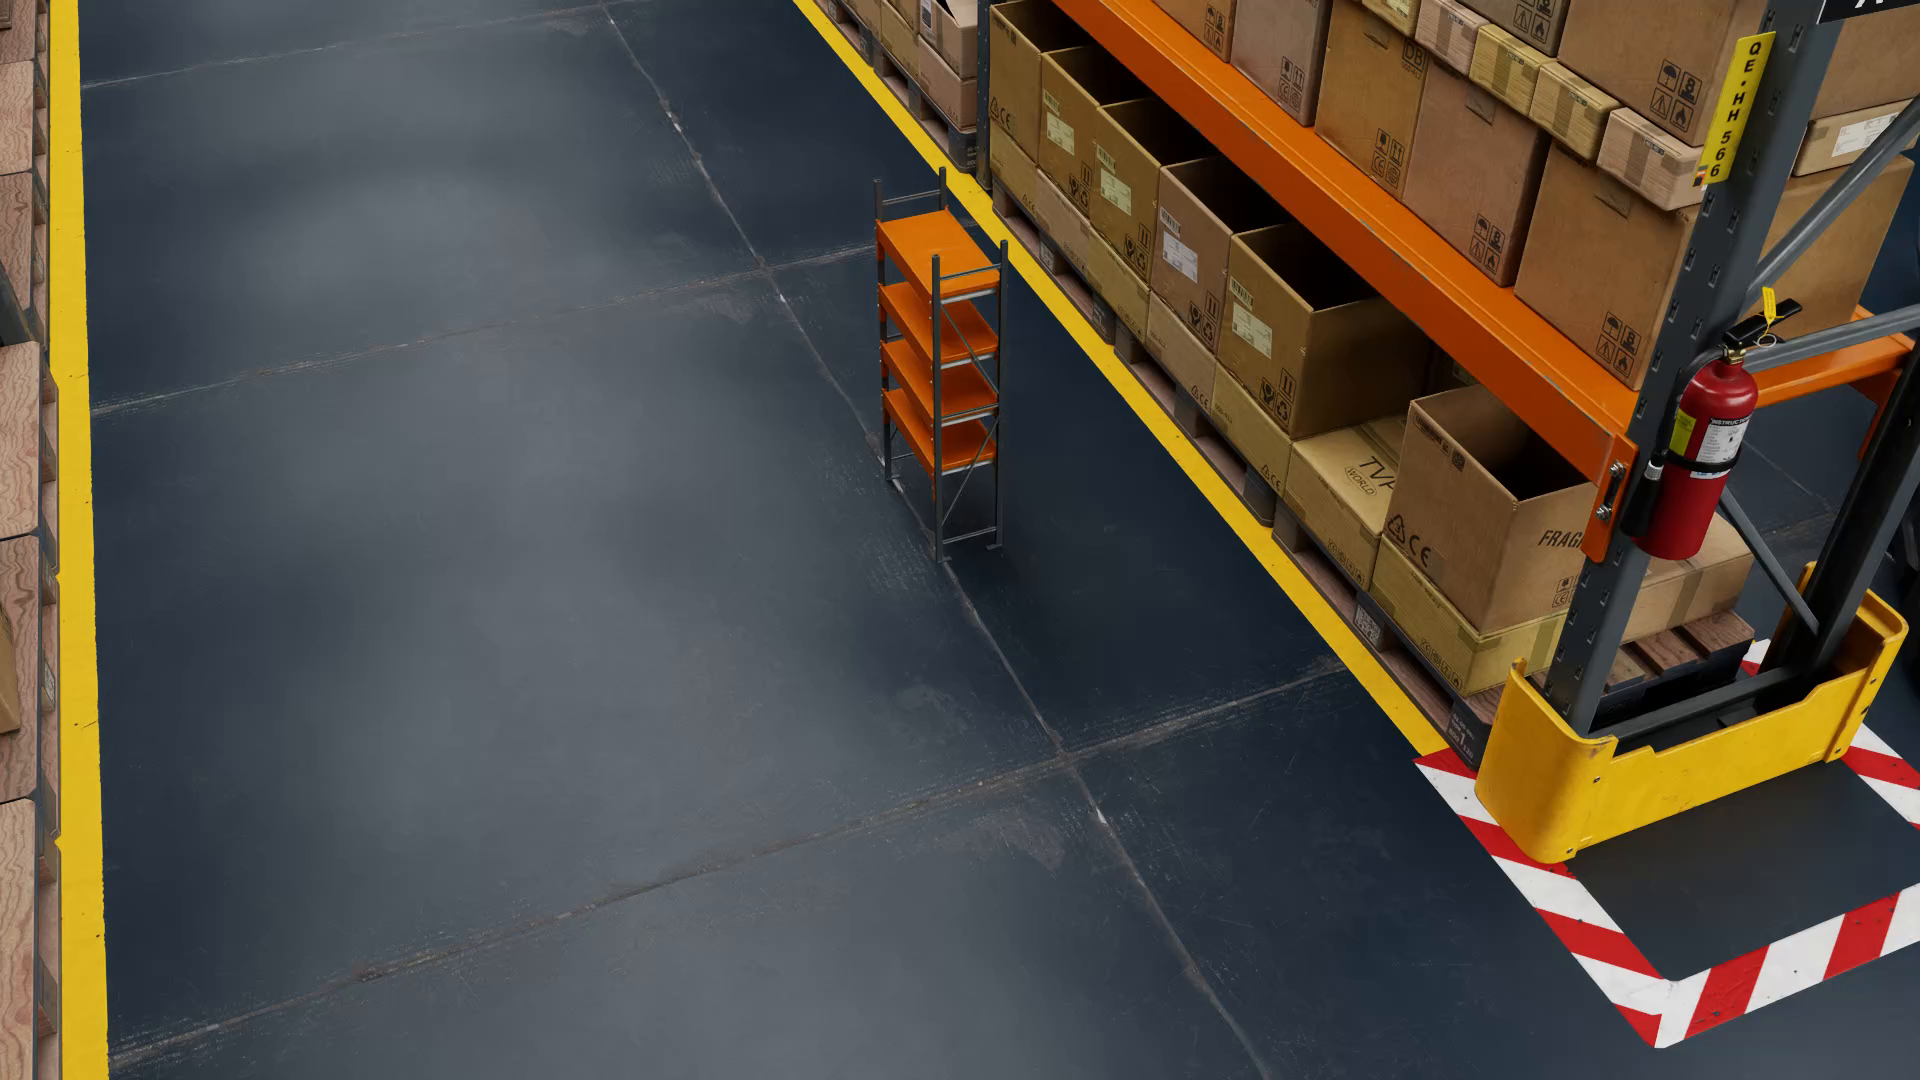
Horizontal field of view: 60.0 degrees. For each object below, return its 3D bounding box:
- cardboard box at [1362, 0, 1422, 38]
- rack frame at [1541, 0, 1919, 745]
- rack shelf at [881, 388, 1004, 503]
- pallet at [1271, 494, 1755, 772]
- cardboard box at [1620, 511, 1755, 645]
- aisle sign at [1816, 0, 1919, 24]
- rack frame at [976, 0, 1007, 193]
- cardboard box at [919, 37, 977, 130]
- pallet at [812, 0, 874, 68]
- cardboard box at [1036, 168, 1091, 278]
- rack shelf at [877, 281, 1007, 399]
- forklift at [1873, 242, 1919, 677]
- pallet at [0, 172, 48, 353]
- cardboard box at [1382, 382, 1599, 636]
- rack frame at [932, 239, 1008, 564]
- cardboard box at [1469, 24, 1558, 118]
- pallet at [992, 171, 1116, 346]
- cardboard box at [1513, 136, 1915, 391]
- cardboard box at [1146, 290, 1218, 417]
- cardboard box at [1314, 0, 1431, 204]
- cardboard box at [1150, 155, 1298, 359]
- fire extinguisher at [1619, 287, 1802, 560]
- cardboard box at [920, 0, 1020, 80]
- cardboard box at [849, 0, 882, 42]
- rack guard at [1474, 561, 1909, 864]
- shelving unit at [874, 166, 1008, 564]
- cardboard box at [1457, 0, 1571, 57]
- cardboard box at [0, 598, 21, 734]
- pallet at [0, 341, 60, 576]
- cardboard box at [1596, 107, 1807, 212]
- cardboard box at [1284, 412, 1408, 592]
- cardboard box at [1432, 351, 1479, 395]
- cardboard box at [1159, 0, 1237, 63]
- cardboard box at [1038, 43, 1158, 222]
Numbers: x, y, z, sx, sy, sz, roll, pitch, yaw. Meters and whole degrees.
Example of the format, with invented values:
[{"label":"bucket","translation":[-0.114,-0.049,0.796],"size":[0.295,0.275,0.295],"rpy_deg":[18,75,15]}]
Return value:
[{"label":"cardboard box","translation":[1.372,-1.562,4.692],"size":[0.380,0.149,0.250],"rpy_deg":[-14,43,-16]},{"label":"rack frame","translation":[2.088,-0.474,4.001],"size":[1.000,3.000,0.127],"rpy_deg":[-15,43,-17]},{"label":"rack shelf","translation":[-0.063,-0.353,5.648],"size":[0.258,0.148,0.480],"rpy_deg":[-15,43,-17]},{"label":"pallet","translation":[1.757,0.133,5.434],"size":[1.003,0.211,1.213],"rpy_deg":[-15,43,-17]},{"label":"cardboard box","translation":[2.089,0.030,5.201],"size":[0.500,0.250,0.500],"rpy_deg":[-15,43,-17]},{"label":"aisle sign","translation":[1.842,-1.347,3.022],"size":[0.394,0.787,0.004],"rpy_deg":[-15,43,-17]},{"label":"rack frame","translation":[0.558,-2.884,6.803],"size":[1.000,3.000,0.127],"rpy_deg":[-15,43,-17]},{"label":"cardboard box","translation":[0.131,-2.178,7.769],"size":[0.500,0.250,0.500],"rpy_deg":[-16,43,-17]},{"label":"pallet","translation":[-0.231,-2.997,9.073],"size":[1.003,0.211,1.213],"rpy_deg":[-15,43,-17]},{"label":"cardboard box","translation":[0.642,-1.343,6.798],"size":[0.500,0.250,0.500],"rpy_deg":[-15,43,-17]},{"label":"rack shelf","translation":[-0.063,-0.673,5.373],"size":[0.258,0.148,0.480],"rpy_deg":[-15,43,-17]},{"label":"forklift","translation":[3.809,-1.176,4.870],"size":[1.130,2.935,3.031],"rpy_deg":[12,42,14]},{"label":"pallet","translation":[-4.317,-1.057,6.817],"size":[1.003,0.211,1.213],"rpy_deg":[-15,43,-17]},{"label":"cardboard box","translation":[1.608,-0.124,4.805],"size":[0.500,0.500,0.500],"rpy_deg":[-15,43,-17]},{"label":"rack frame","translation":[0.030,-0.408,5.304],"size":[0.240,1.200,0.015],"rpy_deg":[-15,43,-17]},{"label":"cardboard box","translation":[1.567,-1.252,4.331],"size":[0.380,0.149,0.250],"rpy_deg":[-16,43,-17]},{"label":"pallet","translation":[0.824,-1.337,7.143],"size":[1.003,0.211,1.213],"rpy_deg":[-15,43,-17]},{"label":"cardboard box","translation":[1.922,-0.797,4.299],"size":[0.700,0.500,0.500],"rpy_deg":[-15,43,-17]},{"label":"cardboard box","translation":[1.025,-0.741,6.098],"size":[0.500,0.250,0.500],"rpy_deg":[-15,43,-17]},{"label":"cardboard box","translation":[1.532,-1.412,5.015],"size":[0.700,0.500,0.500],"rpy_deg":[-15,43,-17]},{"label":"cardboard box","translation":[1.022,-1.024,5.852],"size":[0.500,0.500,0.500],"rpy_deg":[-15,43,-17]},{"label":"fire extinguisher","translation":[1.704,-0.258,3.809],"size":[0.296,0.674,0.183],"rpy_deg":[-15,43,-17]},{"label":"cardboard box","translation":[0.138,-2.386,7.580],"size":[0.500,0.311,0.500],"rpy_deg":[-15,43,-17]},{"label":"cardboard box","translation":[-0.257,-2.791,8.482],"size":[0.500,0.250,0.500],"rpy_deg":[-14,43,-16]},{"label":"rack guard","translation":[2.098,0.488,4.799],"size":[1.175,0.500,0.348],"rpy_deg":[-15,43,-17]},{"label":"shelving unit","translation":[-0.063,-0.555,5.475],"size":[0.258,1.200,0.503],"rpy_deg":[-15,43,-17]},{"label":"cardboard box","translation":[1.695,-1.636,4.280],"size":[0.700,0.500,0.500],"rpy_deg":[-16,43,-18]},{"label":"cardboard box","translation":[-3.121,0.308,4.671],"size":[0.700,0.500,0.500],"rpy_deg":[-18,44,-20]},{"label":"pallet","translation":[-3.728,-0.193,5.812],"size":[1.003,0.211,1.213],"rpy_deg":[-15,43,-17]},{"label":"cardboard box","translation":[1.766,-0.941,3.969],"size":[0.380,0.149,0.250],"rpy_deg":[-16,43,-18]},{"label":"cardboard box","translation":[1.408,-0.139,5.397],"size":[0.500,0.250,0.500],"rpy_deg":[-15,43,-17]},{"label":"cardboard box","translation":[1.896,-0.555,5.306],"size":[0.500,0.500,0.500],"rpy_deg":[-15,43,-17]},{"label":"cardboard box","translation":[1.130,-2.037,5.741],"size":[0.700,0.500,0.500],"rpy_deg":[-14,43,-16]},{"label":"cardboard box","translation":[0.645,-1.628,6.554],"size":[0.500,0.500,0.500],"rpy_deg":[-15,43,-17]}]
